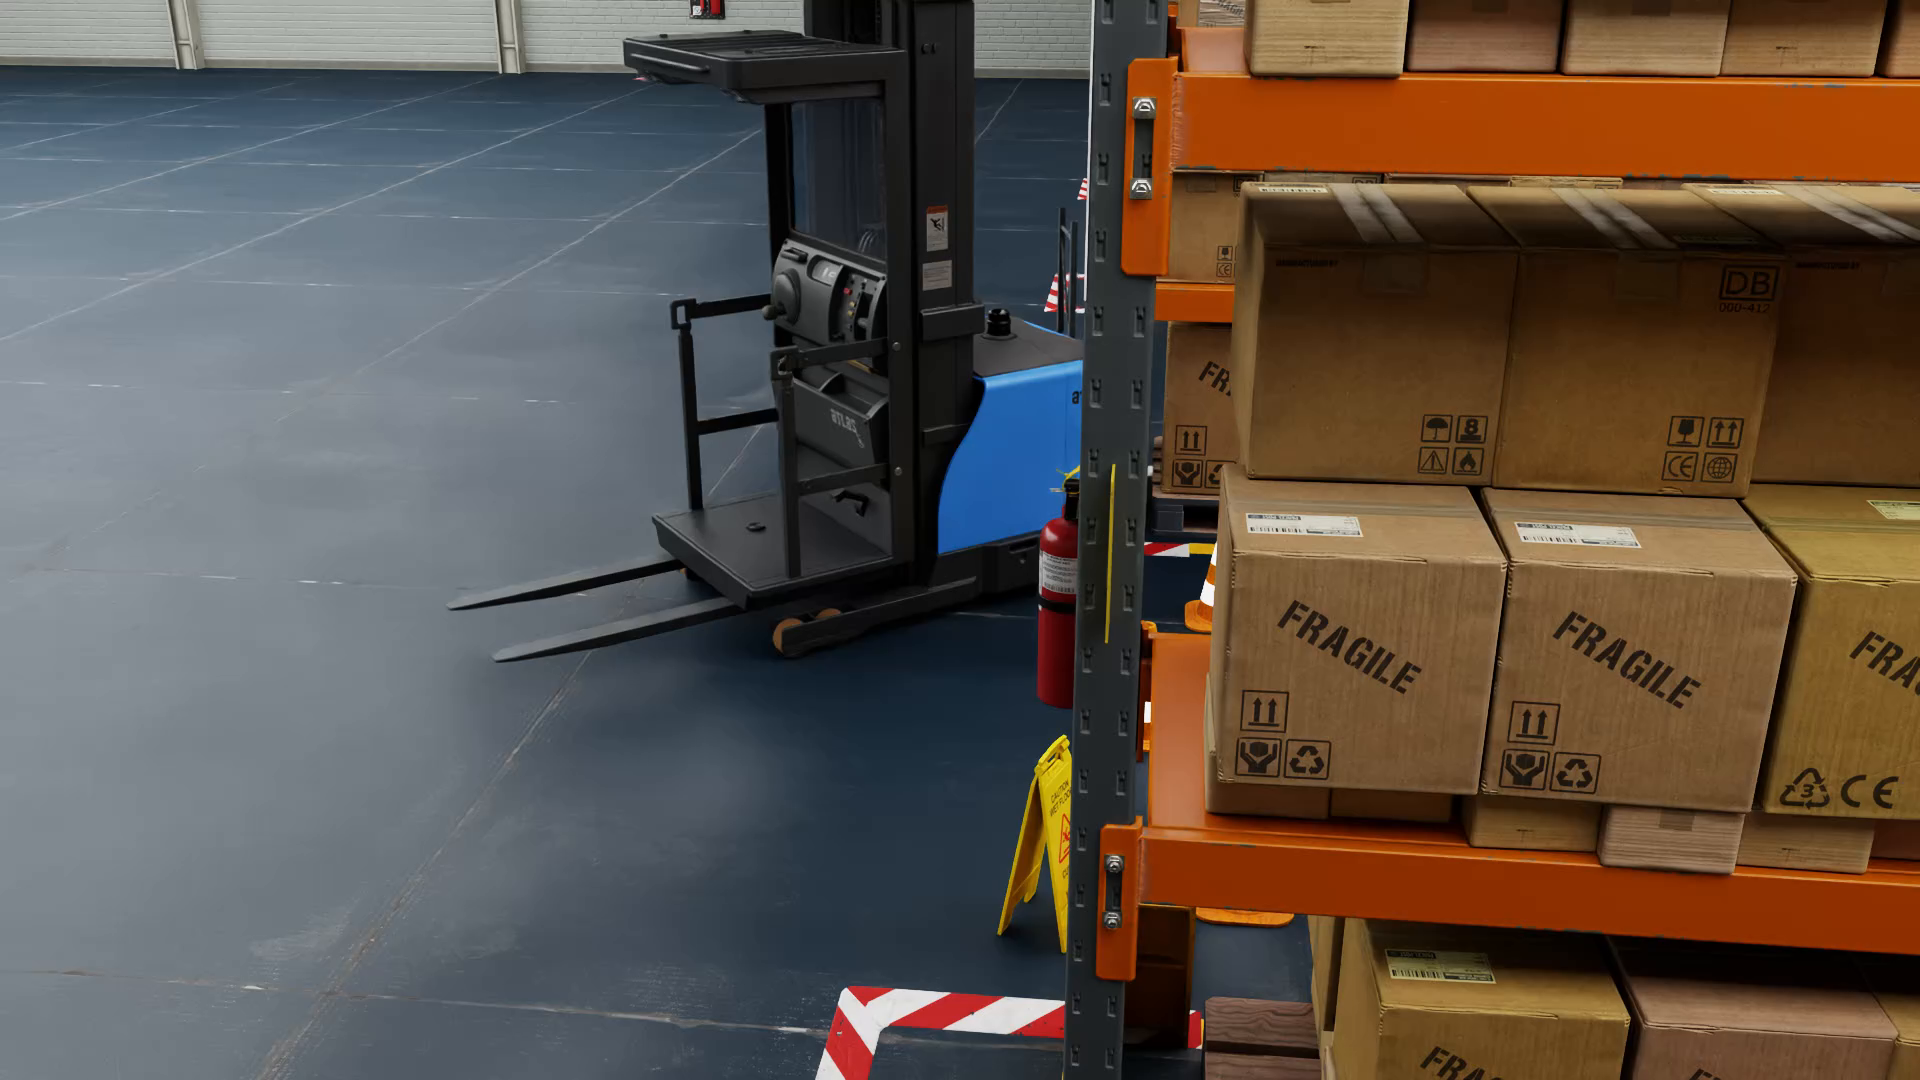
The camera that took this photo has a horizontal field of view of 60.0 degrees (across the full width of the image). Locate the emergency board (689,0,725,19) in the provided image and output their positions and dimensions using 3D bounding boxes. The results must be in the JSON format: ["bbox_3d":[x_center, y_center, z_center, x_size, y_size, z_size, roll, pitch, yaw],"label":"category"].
[{"bbox_3d":[-4.351,-9.479,28.335,0.643,1.169,0.194,2,22,6],"label":"emergency board"}]

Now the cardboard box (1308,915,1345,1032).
[{"bbox_3d":[1.171,0.905,4.219,0.500,0.500,0.500,3,22,7],"label":"cardboard box"}]

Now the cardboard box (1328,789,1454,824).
[{"bbox_3d":[0.911,0.444,3.579,0.250,0.149,0.380,3,22,7],"label":"cardboard box"}]

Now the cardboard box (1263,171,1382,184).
[{"bbox_3d":[1.750,-1.635,8.292,0.550,0.550,0.875,2,22,6],"label":"cardboard box"}]

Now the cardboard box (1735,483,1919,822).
[{"bbox_3d":[1.804,0.211,3.286,0.500,0.500,0.500,2,22,5],"label":"cardboard box"}]

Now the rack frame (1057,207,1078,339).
[{"bbox_3d":[0.562,-0.983,8.864,0.032,1.500,0.500,-2,20,-4],"label":"rack frame"}]

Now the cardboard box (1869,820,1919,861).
[{"bbox_3d":[1.941,0.501,3.434,0.250,0.149,0.380,3,22,8],"label":"cardboard box"}]

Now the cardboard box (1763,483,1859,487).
[{"bbox_3d":[1.910,0.015,3.781,0.500,0.500,0.500,2,22,6],"label":"cardboard box"}]

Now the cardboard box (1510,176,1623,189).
[{"bbox_3d":[2.822,-1.557,8.095,0.500,0.550,0.875,2,22,6],"label":"cardboard box"}]

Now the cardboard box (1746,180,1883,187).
[{"bbox_3d":[3.877,-1.989,7.719,0.550,0.550,0.875,2,22,6],"label":"cardboard box"}]

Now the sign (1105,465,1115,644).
[{"bbox_3d":[0.281,0.027,3.115,0.005,0.325,0.100,2,22,6],"label":"sign"}]

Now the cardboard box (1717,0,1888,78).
[{"bbox_3d":[1.415,-0.910,2.923,0.250,0.149,0.380,2,22,6],"label":"cardboard box"}]

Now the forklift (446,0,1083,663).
[{"bbox_3d":[-0.755,-1.078,7.179,3.031,2.935,1.130,-13,25,-30],"label":"forklift"}]

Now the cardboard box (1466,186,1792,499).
[{"bbox_3d":[1.380,-0.452,3.602,0.500,0.500,0.700,3,22,7],"label":"cardboard box"}]

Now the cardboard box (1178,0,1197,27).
[{"bbox_3d":[3.143,-7.025,21.994,0.500,0.500,0.700,3,22,6],"label":"cardboard box"}]

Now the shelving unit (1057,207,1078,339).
[{"bbox_3d":[0.064,-0.970,8.830,1.083,1.500,0.587,-2,20,-4],"label":"shelving unit"}]

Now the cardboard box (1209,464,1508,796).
[{"bbox_3d":[0.783,0.168,3.395,0.500,0.500,0.500,2,22,5],"label":"cardboard box"}]

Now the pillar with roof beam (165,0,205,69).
[{"bbox_3d":[-14.324,-11.095,24.264,0.400,9.000,9.100,2,22,6],"label":"pillar with roof beam"}]

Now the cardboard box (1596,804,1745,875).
[{"bbox_3d":[1.411,0.513,3.405,0.250,0.149,0.380,3,22,7],"label":"cardboard box"}]

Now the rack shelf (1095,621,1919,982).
[{"bbox_3d":[2.331,0.652,3.689,4.000,0.370,1.077,2,22,6],"label":"rack shelf"}]

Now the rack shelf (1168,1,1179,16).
[{"bbox_3d":[5.246,-8.391,26.564,4.000,0.370,1.077,2,22,6],"label":"rack shelf"}]

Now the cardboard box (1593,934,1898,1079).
[{"bbox_3d":[1.657,1.123,3.667,0.500,0.500,0.500,2,22,4],"label":"cardboard box"}]

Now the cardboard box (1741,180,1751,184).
[{"bbox_3d":[3.883,-1.504,7.961,0.550,0.550,0.875,2,22,6],"label":"cardboard box"}]

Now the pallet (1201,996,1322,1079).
[{"bbox_3d":[1.223,1.579,4.158,1.213,0.211,1.003,2,22,6],"label":"pallet"}]

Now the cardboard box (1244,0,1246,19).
[{"bbox_3d":[0.732,-1.134,3.490,0.250,0.149,0.380,3,22,7],"label":"cardboard box"}]

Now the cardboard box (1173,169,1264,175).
[{"bbox_3d":[1.191,-2.122,8.055,0.550,0.550,0.875,2,22,6],"label":"cardboard box"}]

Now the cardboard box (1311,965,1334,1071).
[{"bbox_3d":[1.203,1.252,4.361,0.500,0.250,0.500,2,22,6],"label":"cardboard box"}]

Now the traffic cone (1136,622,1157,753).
[{"bbox_3d":[0.717,0.538,6.449,0.334,0.463,0.336,2,22,6],"label":"traffic cone"}]

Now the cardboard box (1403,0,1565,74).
[{"bbox_3d":[0.908,-0.935,2.988,0.250,0.149,0.380,2,22,5],"label":"cardboard box"}]

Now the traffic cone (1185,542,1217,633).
[{"bbox_3d":[1.188,0.141,7.455,0.334,0.463,0.336,2,22,6],"label":"traffic cone"}]

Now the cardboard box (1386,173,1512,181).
[{"bbox_3d":[2.288,-2.058,7.894,0.550,0.550,0.875,2,22,6],"label":"cardboard box"}]

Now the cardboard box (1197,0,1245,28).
[{"bbox_3d":[2.025,-3.914,12.359,0.500,0.500,0.500,2,22,6],"label":"cardboard box"}]

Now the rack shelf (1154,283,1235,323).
[{"bbox_3d":[2.813,-1.160,8.271,4.000,0.370,1.077,2,22,6],"label":"rack shelf"}]

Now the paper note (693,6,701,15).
[{"bbox_3d":[-4.518,-9.102,28.580,0.142,0.148,0.016,2,22,6],"label":"paper note"}]
